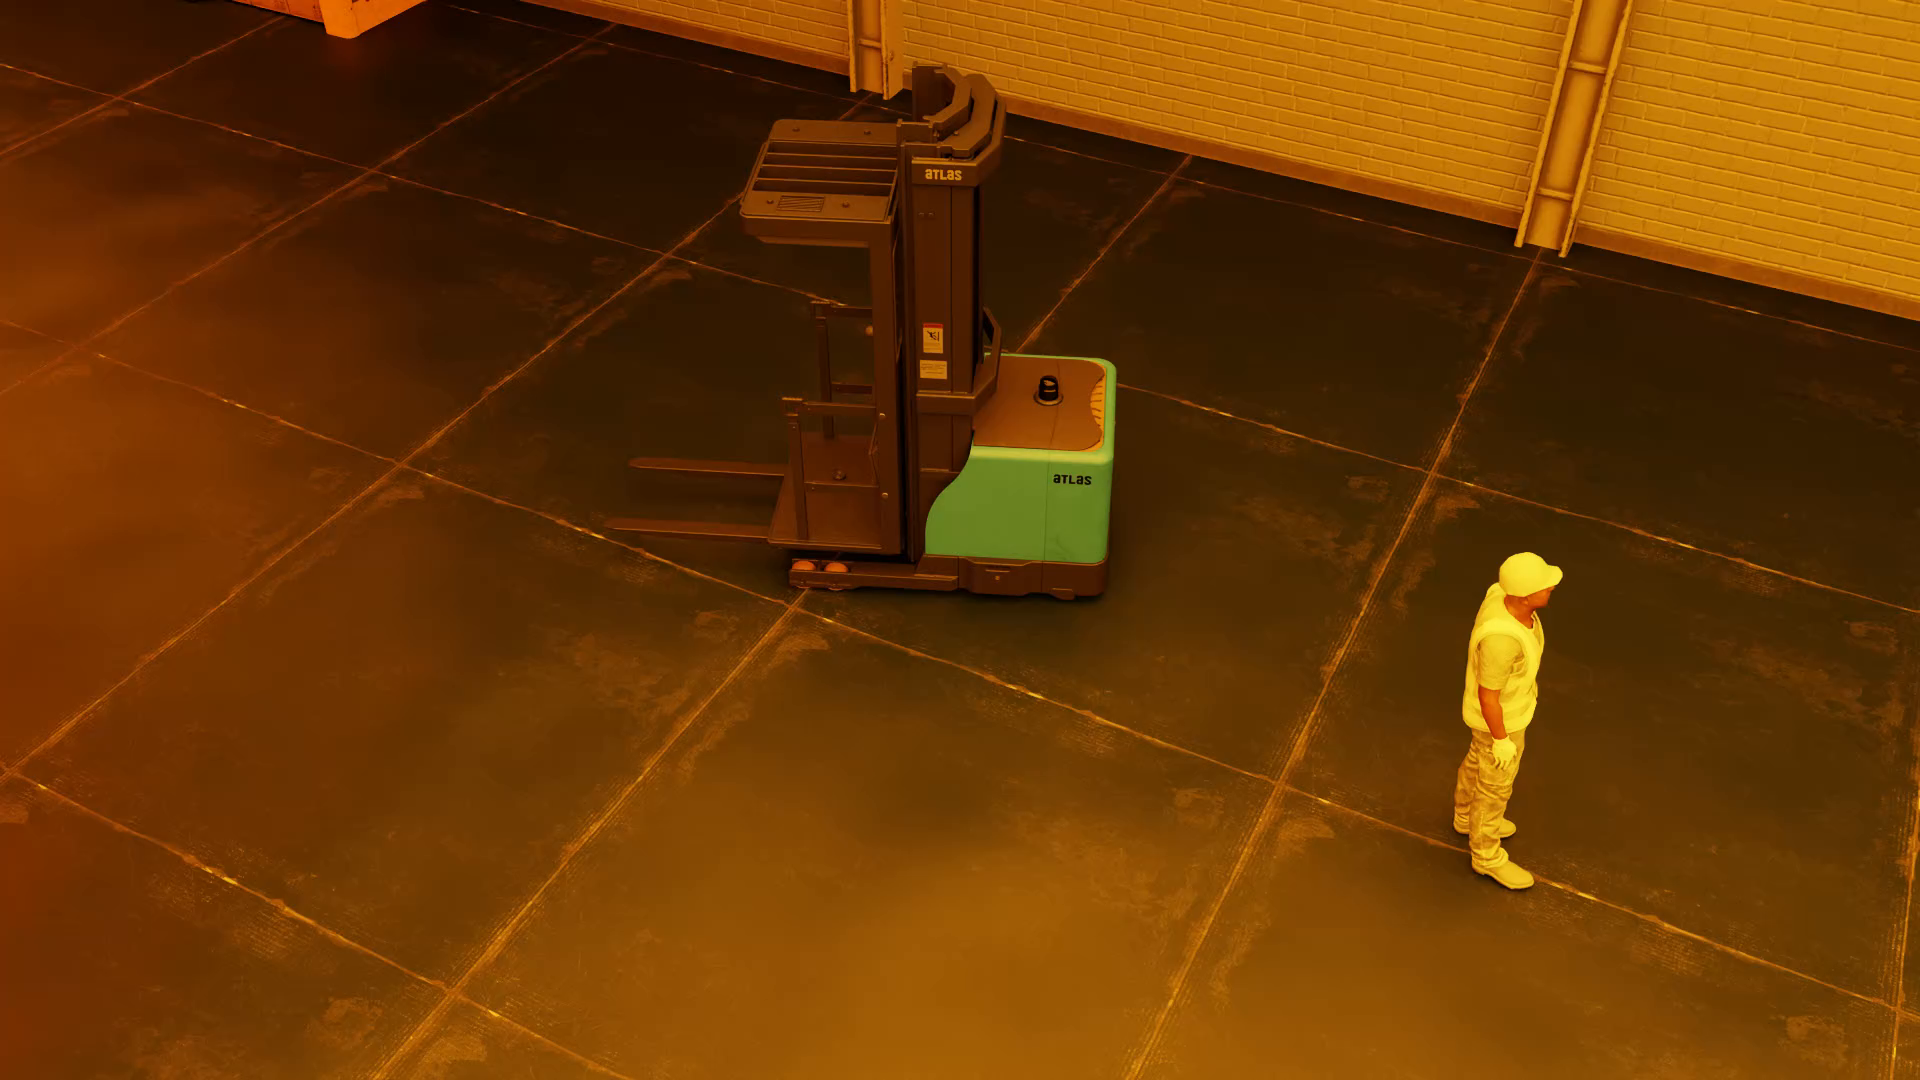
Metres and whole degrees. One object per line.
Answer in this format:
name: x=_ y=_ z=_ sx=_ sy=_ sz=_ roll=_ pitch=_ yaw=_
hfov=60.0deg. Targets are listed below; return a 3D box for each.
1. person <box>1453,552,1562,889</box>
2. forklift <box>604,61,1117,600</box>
person: x=2.642 y=0.813 z=7.902 sx=0.575 sy=1.785 sz=0.656 roll=13 pitch=42 yaw=15
forklift: x=-0.606 y=-1.157 z=9.360 sx=3.031 sy=2.935 sz=1.130 roll=3 pitch=40 yaw=4
